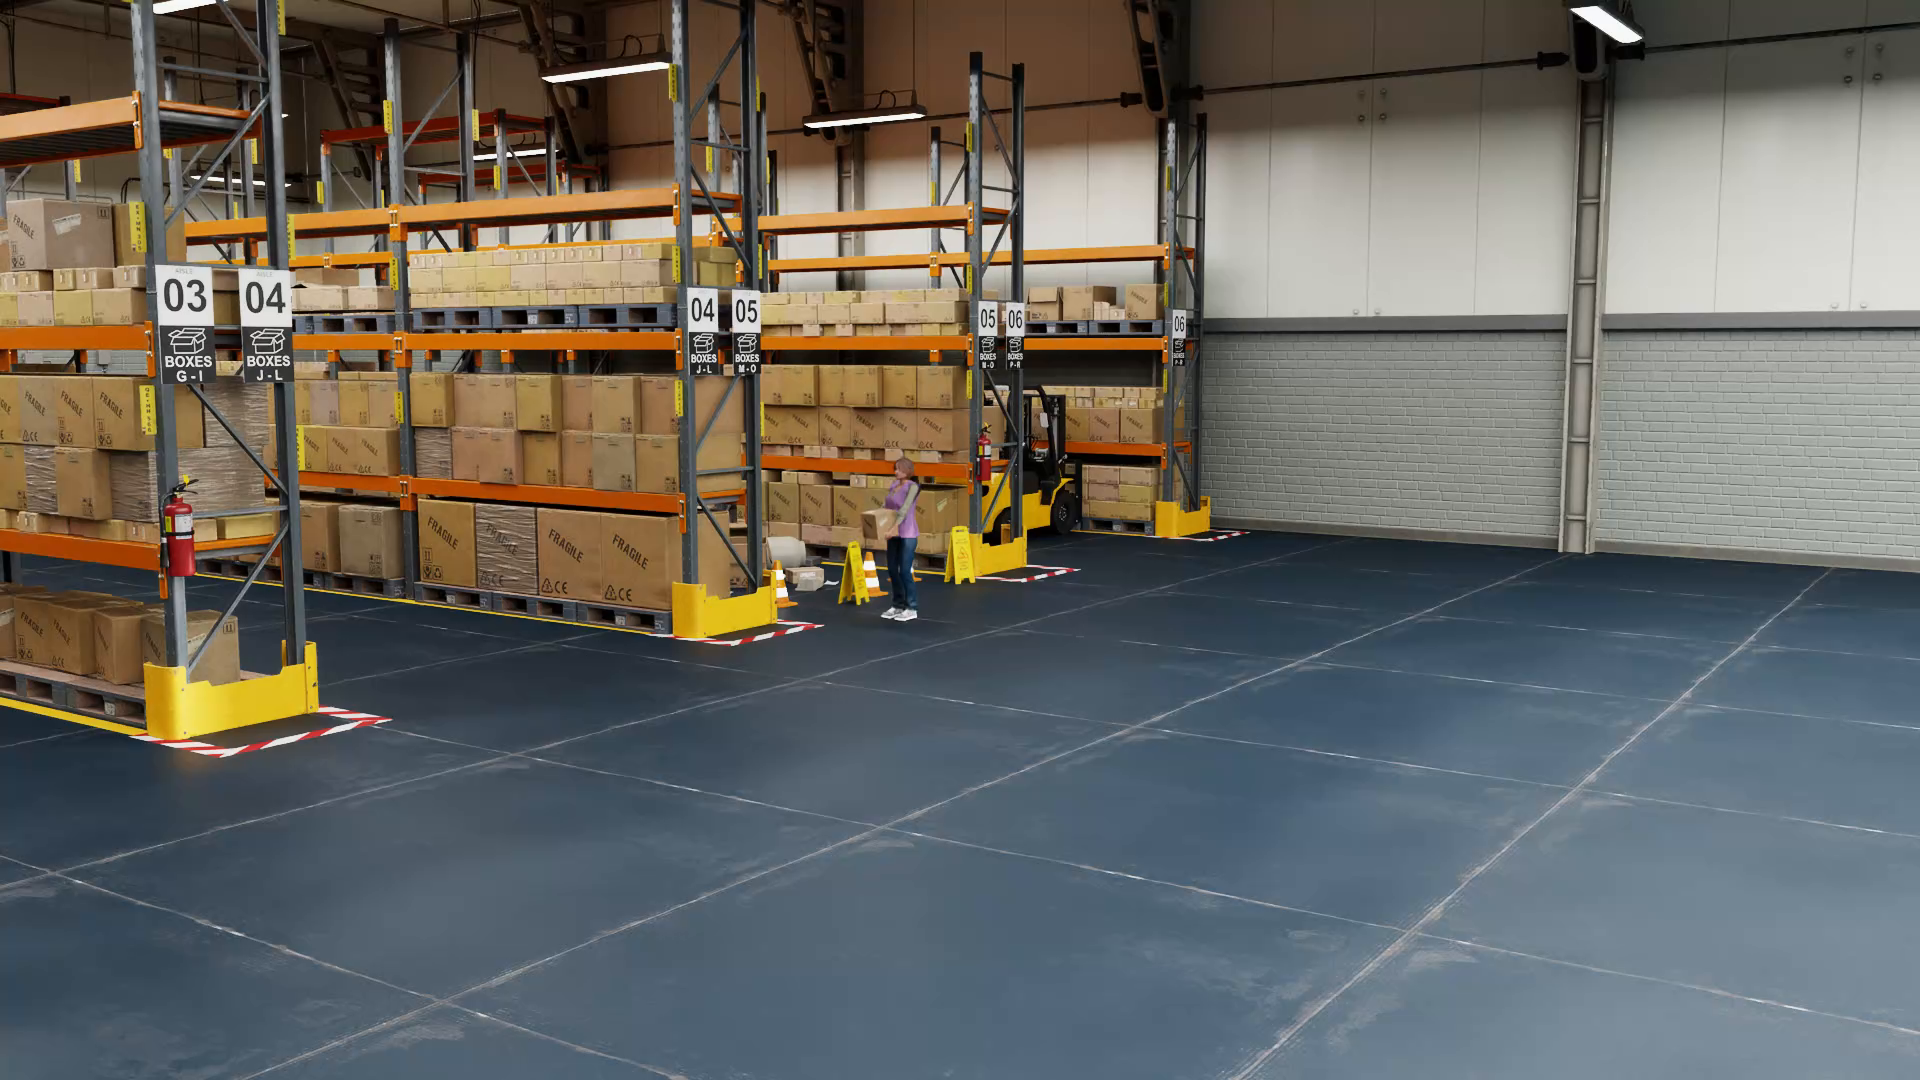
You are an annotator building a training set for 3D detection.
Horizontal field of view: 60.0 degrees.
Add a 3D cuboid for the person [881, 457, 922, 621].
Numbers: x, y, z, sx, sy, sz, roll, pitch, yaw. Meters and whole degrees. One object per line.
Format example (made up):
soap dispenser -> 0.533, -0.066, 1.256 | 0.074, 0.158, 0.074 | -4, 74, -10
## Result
person -> -0.629, -0.013, 16.291 | 0.489, 1.596, 0.425 | -5, 8, -38
